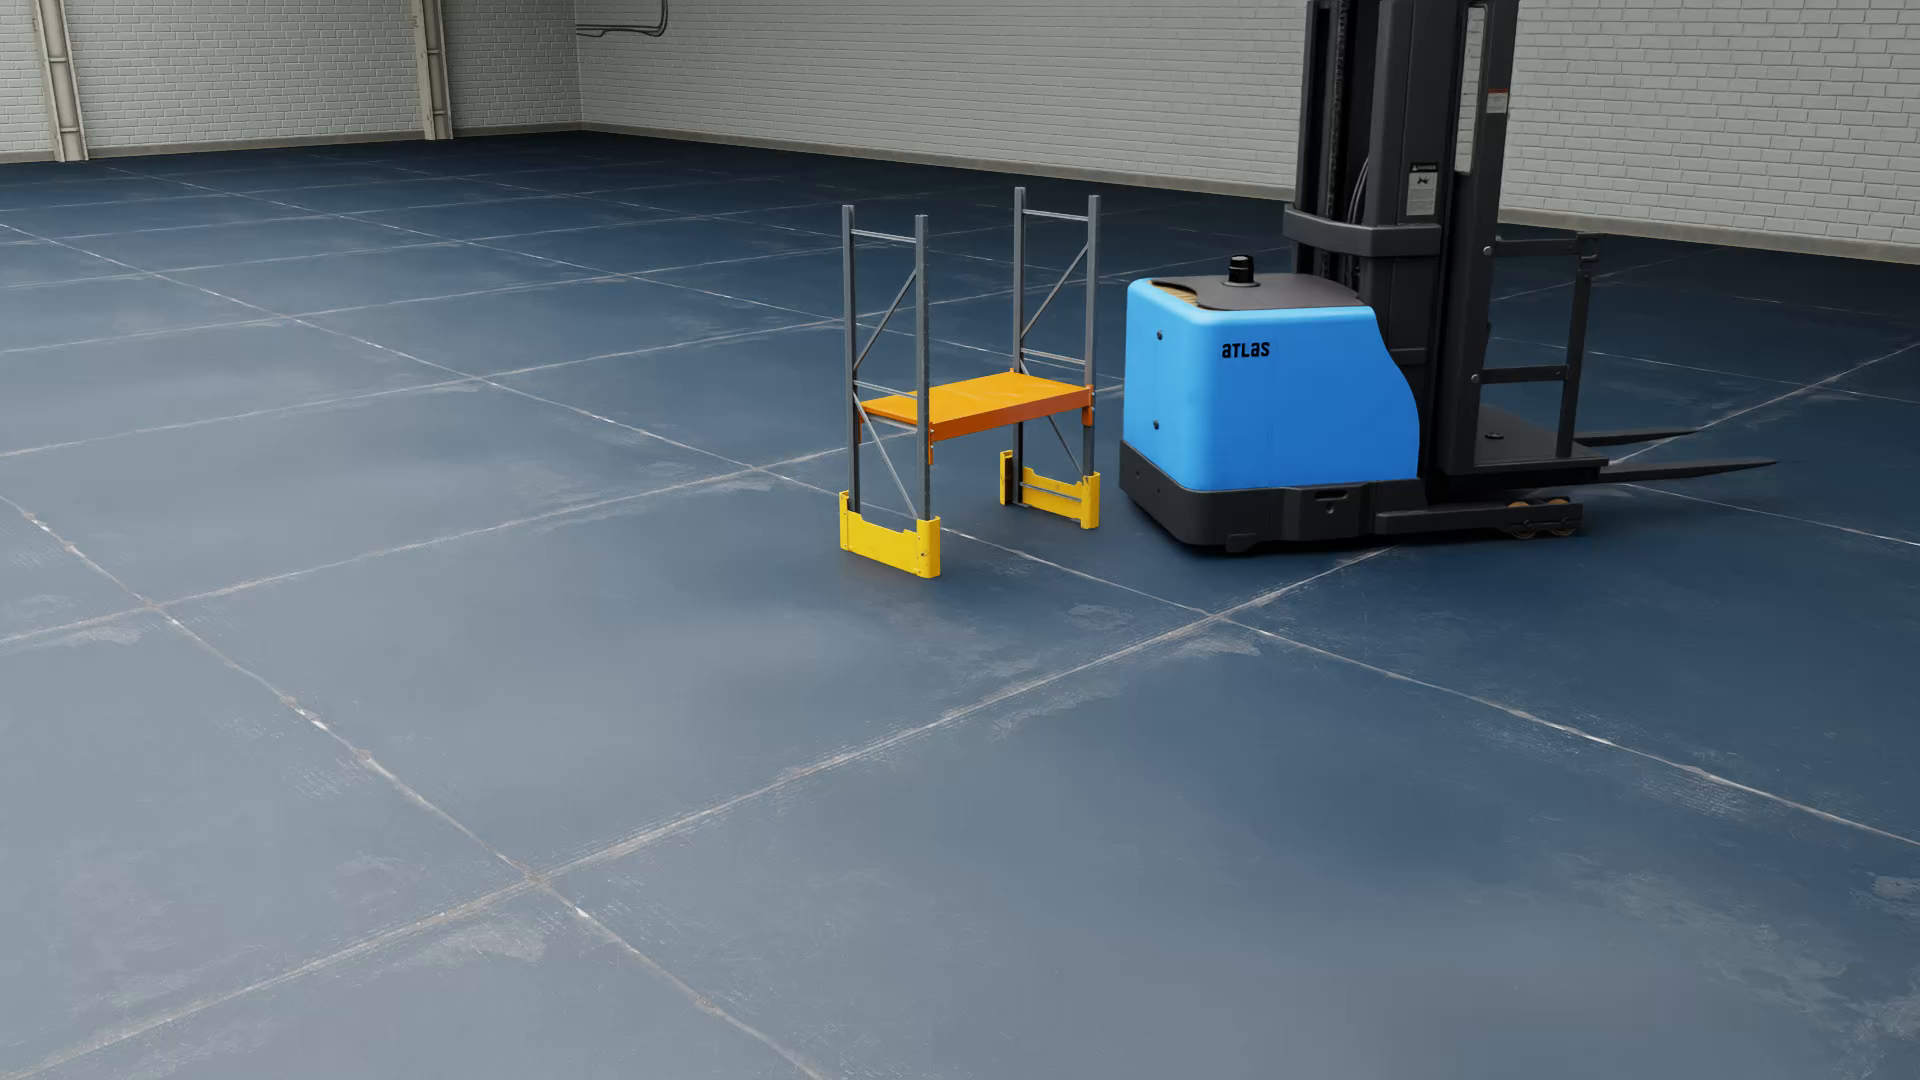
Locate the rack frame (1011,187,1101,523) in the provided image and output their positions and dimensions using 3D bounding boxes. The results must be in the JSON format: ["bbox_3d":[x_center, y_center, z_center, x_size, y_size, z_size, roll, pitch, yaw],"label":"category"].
[{"bbox_3d":[0.431,-0.839,7.641,0.032,1.500,0.500,-16,24,-41],"label":"rack frame"}]

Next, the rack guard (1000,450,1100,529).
[{"bbox_3d":[0.417,-0.241,7.821,0.087,0.250,0.587,-16,24,-41],"label":"rack guard"}]

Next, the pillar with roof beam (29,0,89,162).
[{"bbox_3d":[-10.566,-9.100,20.962,0.400,9.000,9.100,-16,24,-41],"label":"pillar with roof beam"}]

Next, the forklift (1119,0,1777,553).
[{"bbox_3d":[2.341,-1.554,7.524,3.031,2.935,1.130,-4,18,-12],"label":"forklift"}]

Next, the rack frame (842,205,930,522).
[{"bbox_3d":[-0.307,-0.624,6.977,0.032,1.500,0.500,-16,24,-41],"label":"rack frame"}]

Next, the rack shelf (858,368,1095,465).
[{"bbox_3d":[0.062,-0.560,7.365,1.000,0.185,0.538,-16,24,-41],"label":"rack shelf"}]

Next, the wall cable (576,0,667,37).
[{"bbox_3d":[-6.115,-10.187,29.349,0.112,2.526,3.097,-16,24,-41],"label":"wall cable"}]

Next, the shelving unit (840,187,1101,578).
[{"bbox_3d":[0.055,-0.730,7.303,1.083,1.500,0.587,-16,24,-41],"label":"shelving unit"}]

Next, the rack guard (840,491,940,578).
[{"bbox_3d":[-0.306,-0.030,7.170,0.087,0.250,0.587,-16,24,-41],"label":"rack guard"}]

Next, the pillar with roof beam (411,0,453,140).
[{"bbox_3d":[-6.207,-10.372,24.883,0.400,9.000,9.100,-16,24,-41],"label":"pillar with roof beam"}]
